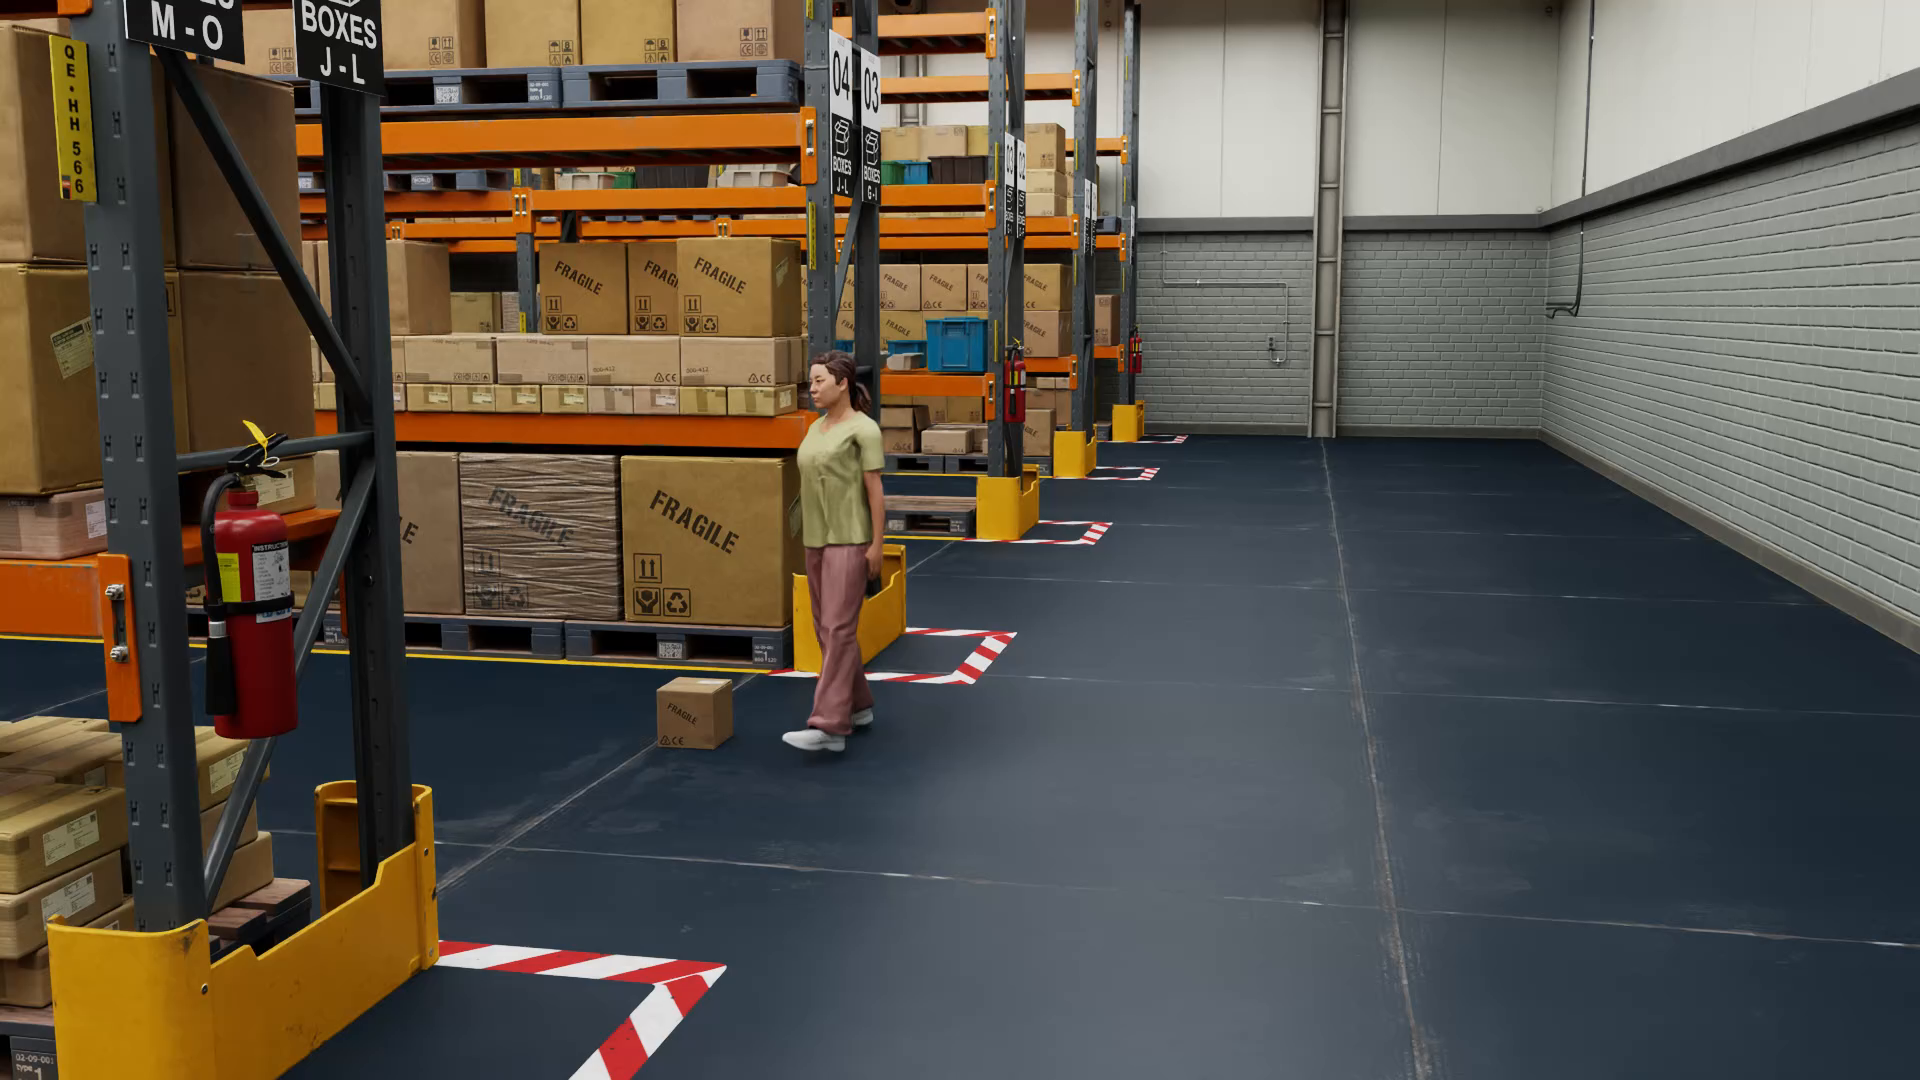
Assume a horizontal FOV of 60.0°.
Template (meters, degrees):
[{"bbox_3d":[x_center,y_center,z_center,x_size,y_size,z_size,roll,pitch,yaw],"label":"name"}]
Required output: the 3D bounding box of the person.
[{"bbox_3d":[-0.575,0.039,7.017,0.679,1.664,0.475,-8,11,-44],"label":"person"}]
